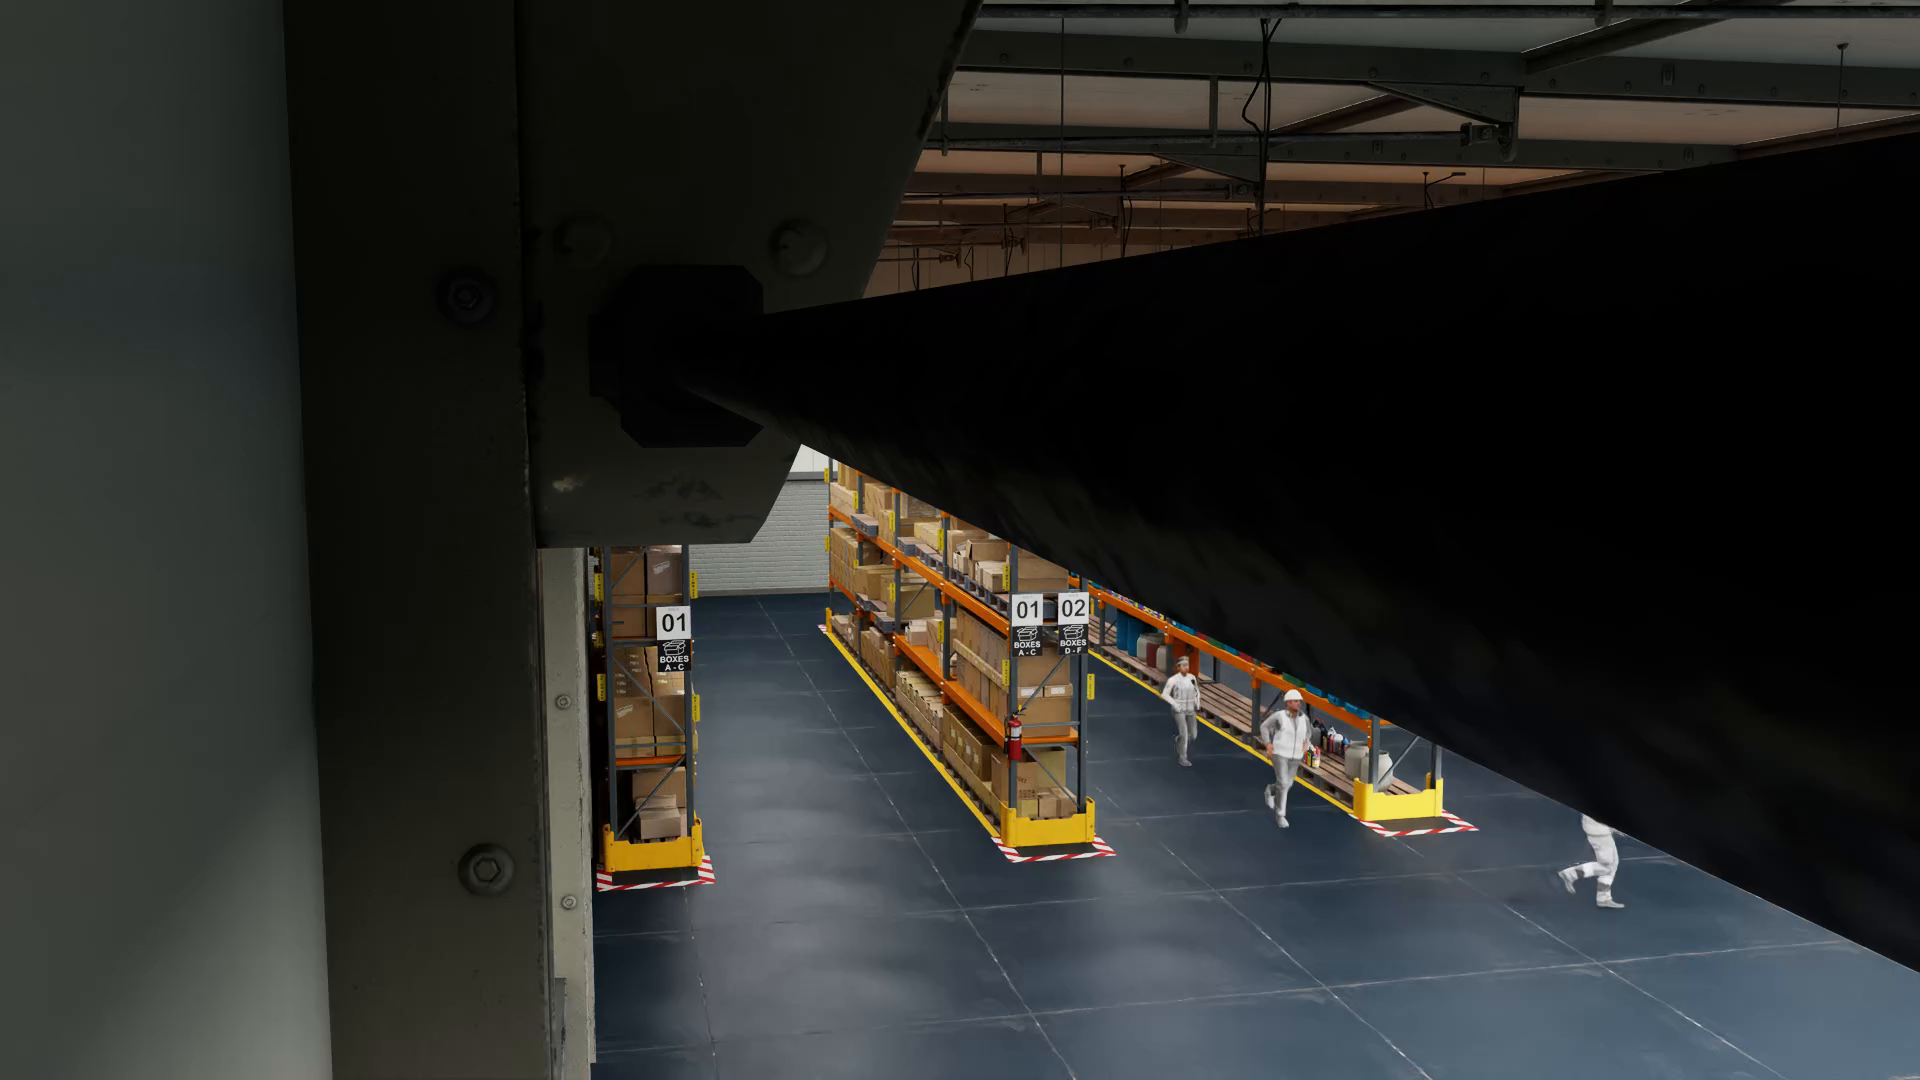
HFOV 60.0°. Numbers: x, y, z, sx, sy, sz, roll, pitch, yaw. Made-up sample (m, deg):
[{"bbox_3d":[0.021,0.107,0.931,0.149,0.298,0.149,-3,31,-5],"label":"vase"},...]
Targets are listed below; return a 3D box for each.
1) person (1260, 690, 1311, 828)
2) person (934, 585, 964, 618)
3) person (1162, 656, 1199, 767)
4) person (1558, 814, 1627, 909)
[{"bbox_3d":[4.348,2.858,22.126,0.697,1.757,0.862,-2,7,-18],"label":"person"},{"bbox_3d":[-0.216,1.232,35.797,0.749,1.745,0.946,-3,7,-24],"label":"person"},{"bbox_3d":[3.336,2.546,25.016,0.615,1.647,0.589,-2,7,-20],"label":"person"},{"bbox_3d":[7.098,3.264,18.650,0.744,1.759,0.655,1,7,9],"label":"person"}]
